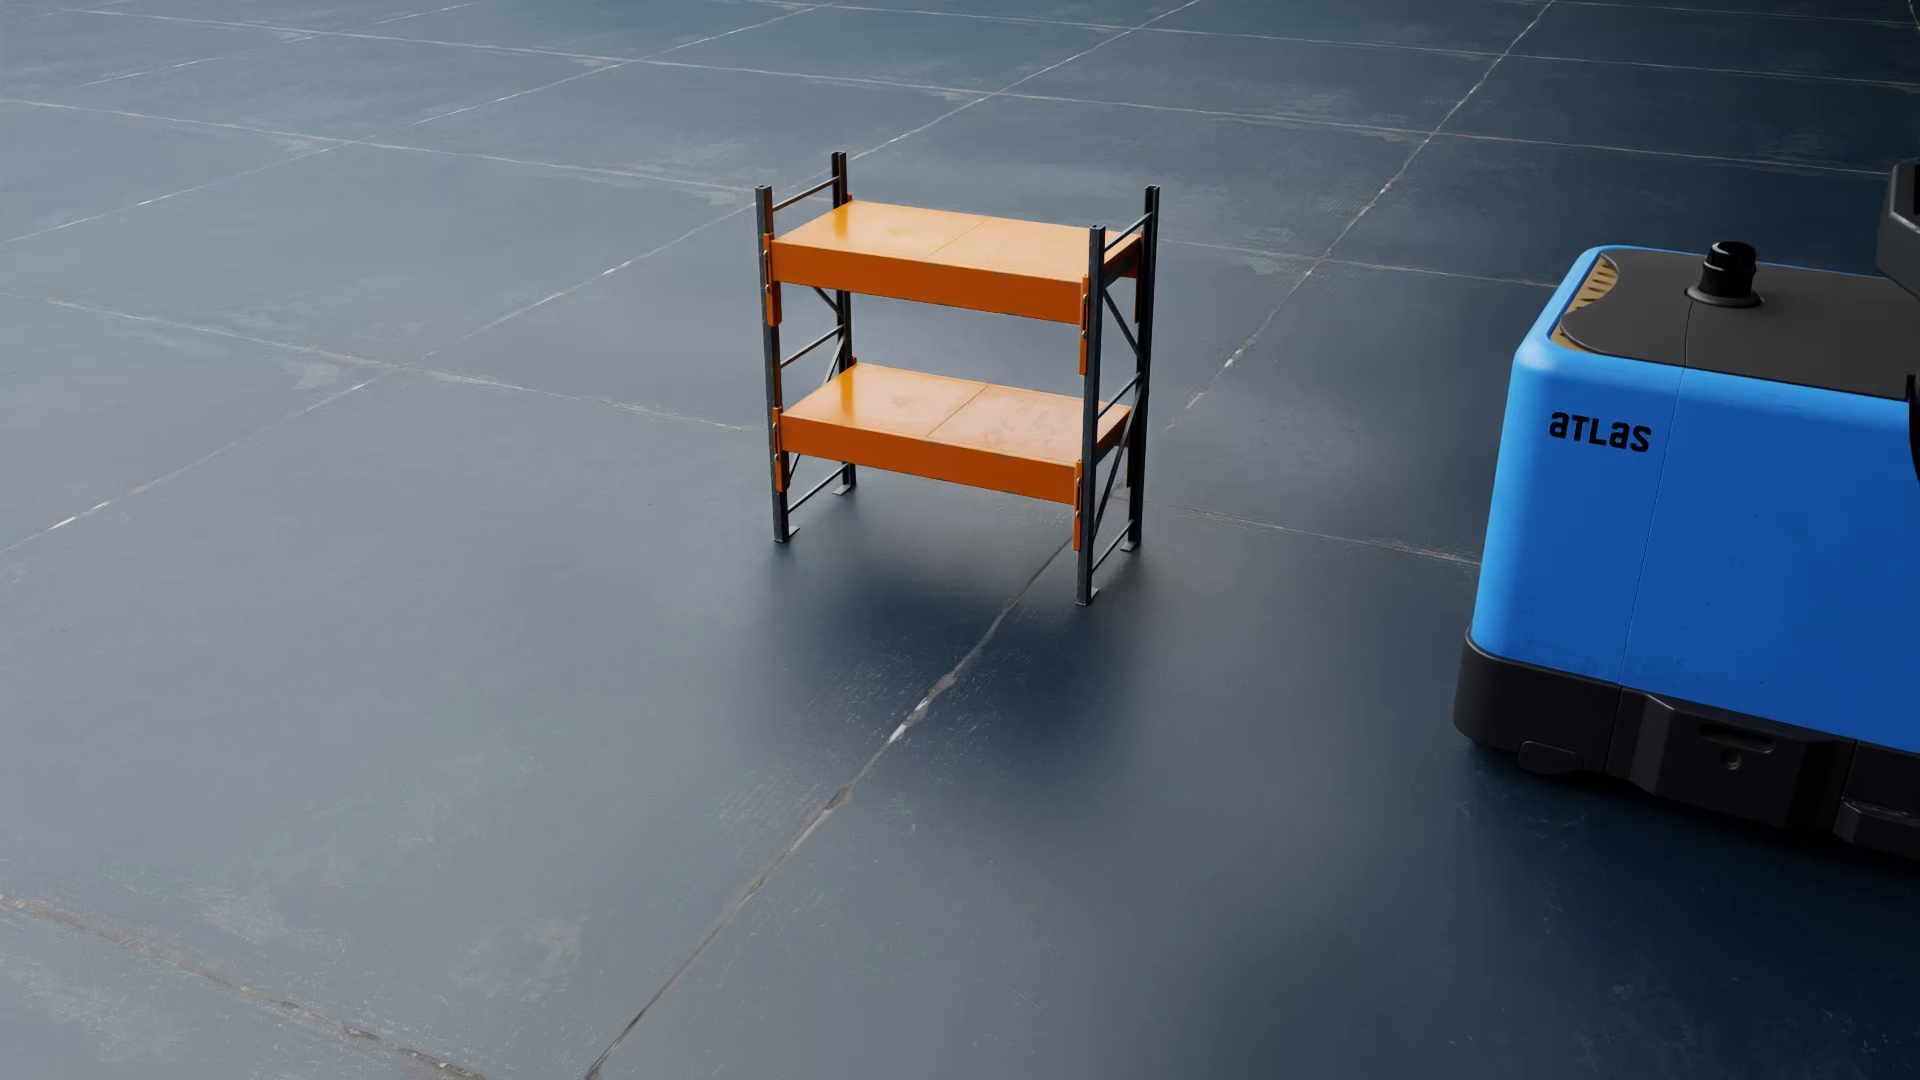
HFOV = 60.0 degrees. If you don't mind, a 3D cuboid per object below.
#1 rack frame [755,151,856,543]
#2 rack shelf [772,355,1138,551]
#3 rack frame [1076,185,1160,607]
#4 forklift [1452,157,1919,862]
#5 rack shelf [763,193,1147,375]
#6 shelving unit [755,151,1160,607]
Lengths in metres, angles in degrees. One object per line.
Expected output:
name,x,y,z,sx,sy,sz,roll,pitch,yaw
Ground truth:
rack frame,-0.469,-0.599,5.193,0.032,1.125,0.500,11,28,22
rack shelf,-0.006,-0.287,5.112,1.000,0.278,0.538,11,28,22
rack frame,0.457,-0.413,4.815,0.032,1.125,0.500,11,28,22
forklift,2.780,-0.663,3.279,3.031,2.935,1.130,13,29,25
rack shelf,-0.006,-0.768,4.875,1.000,0.278,0.538,11,28,22
shelving unit,-0.006,-0.506,5.004,1.048,1.125,0.538,11,28,22
